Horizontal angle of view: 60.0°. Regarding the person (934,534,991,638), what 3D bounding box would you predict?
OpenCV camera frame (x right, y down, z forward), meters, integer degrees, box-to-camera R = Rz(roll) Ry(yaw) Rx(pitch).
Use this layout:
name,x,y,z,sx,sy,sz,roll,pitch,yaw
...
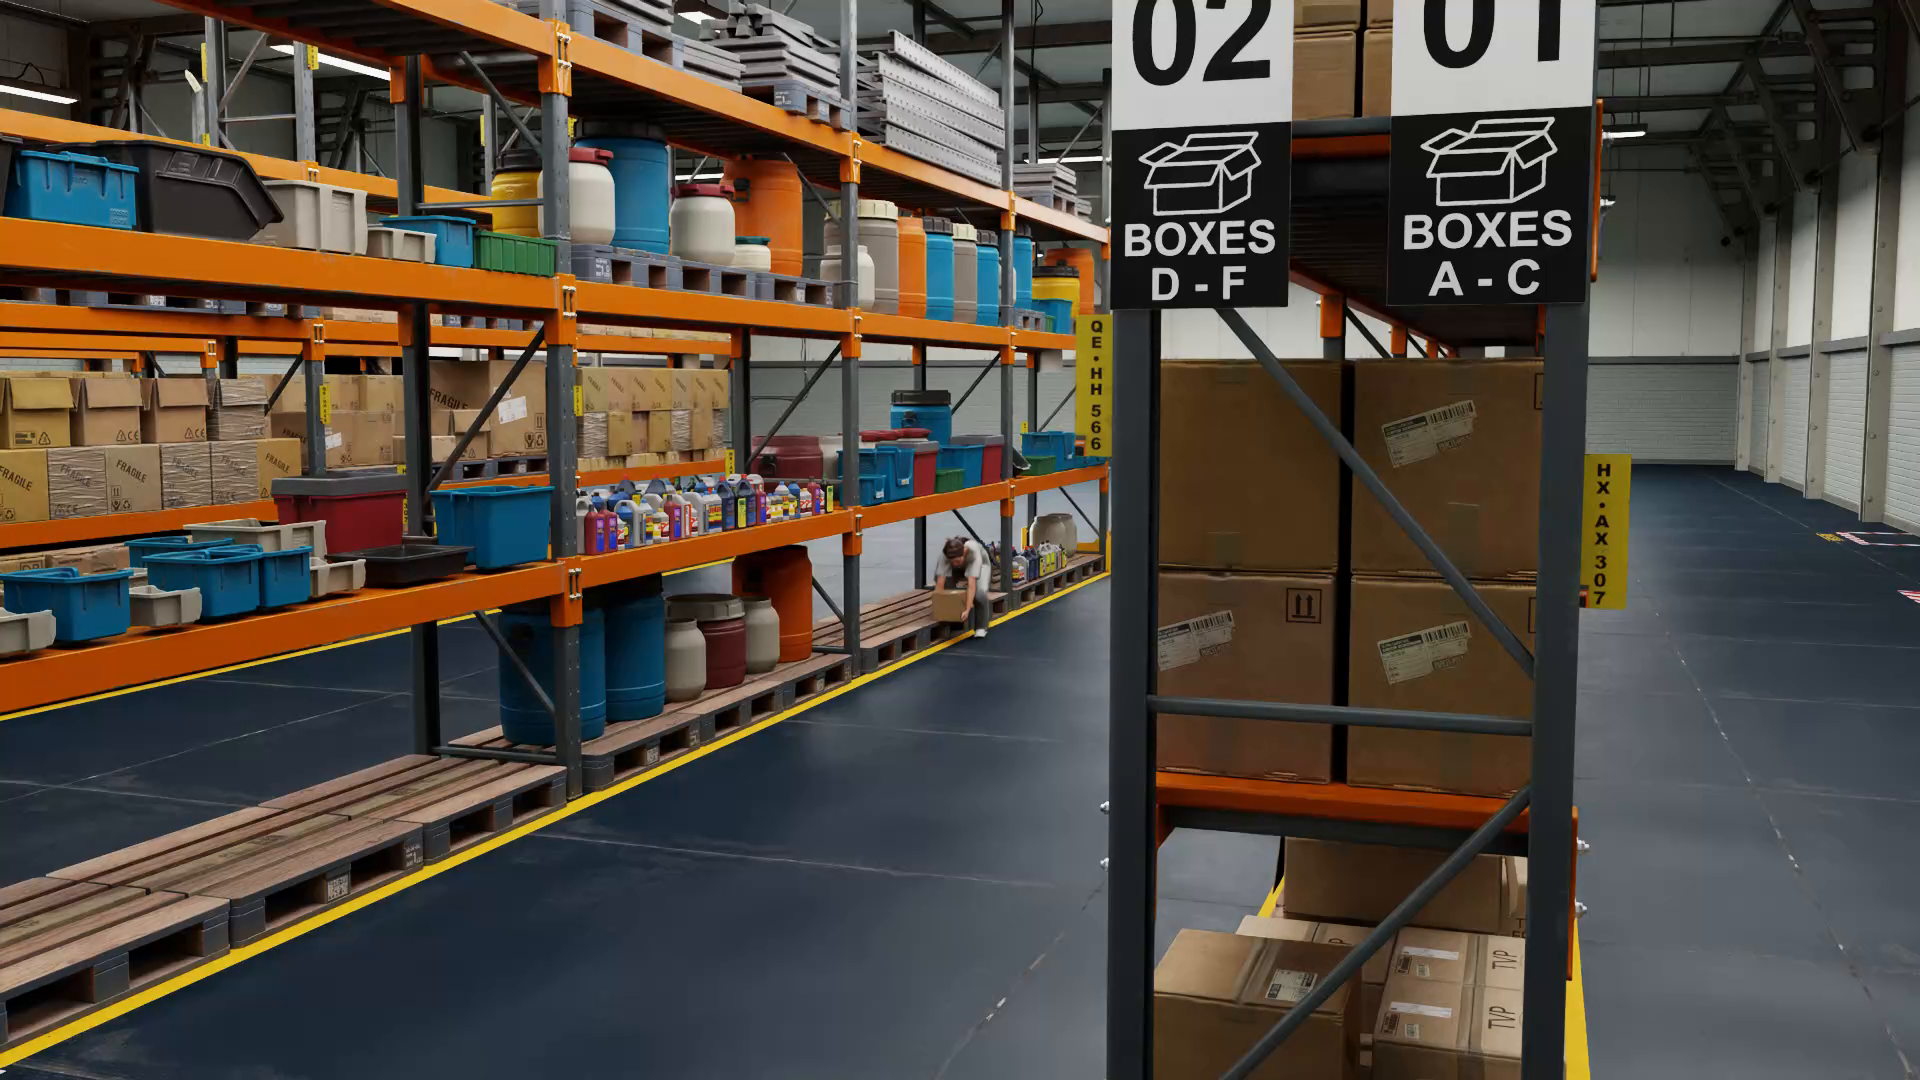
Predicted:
name,x,y,z,sx,sy,sz,roll,pitch,yaw
person,0.025,0.403,14.788,0.484,0.953,0.856,2,5,16
